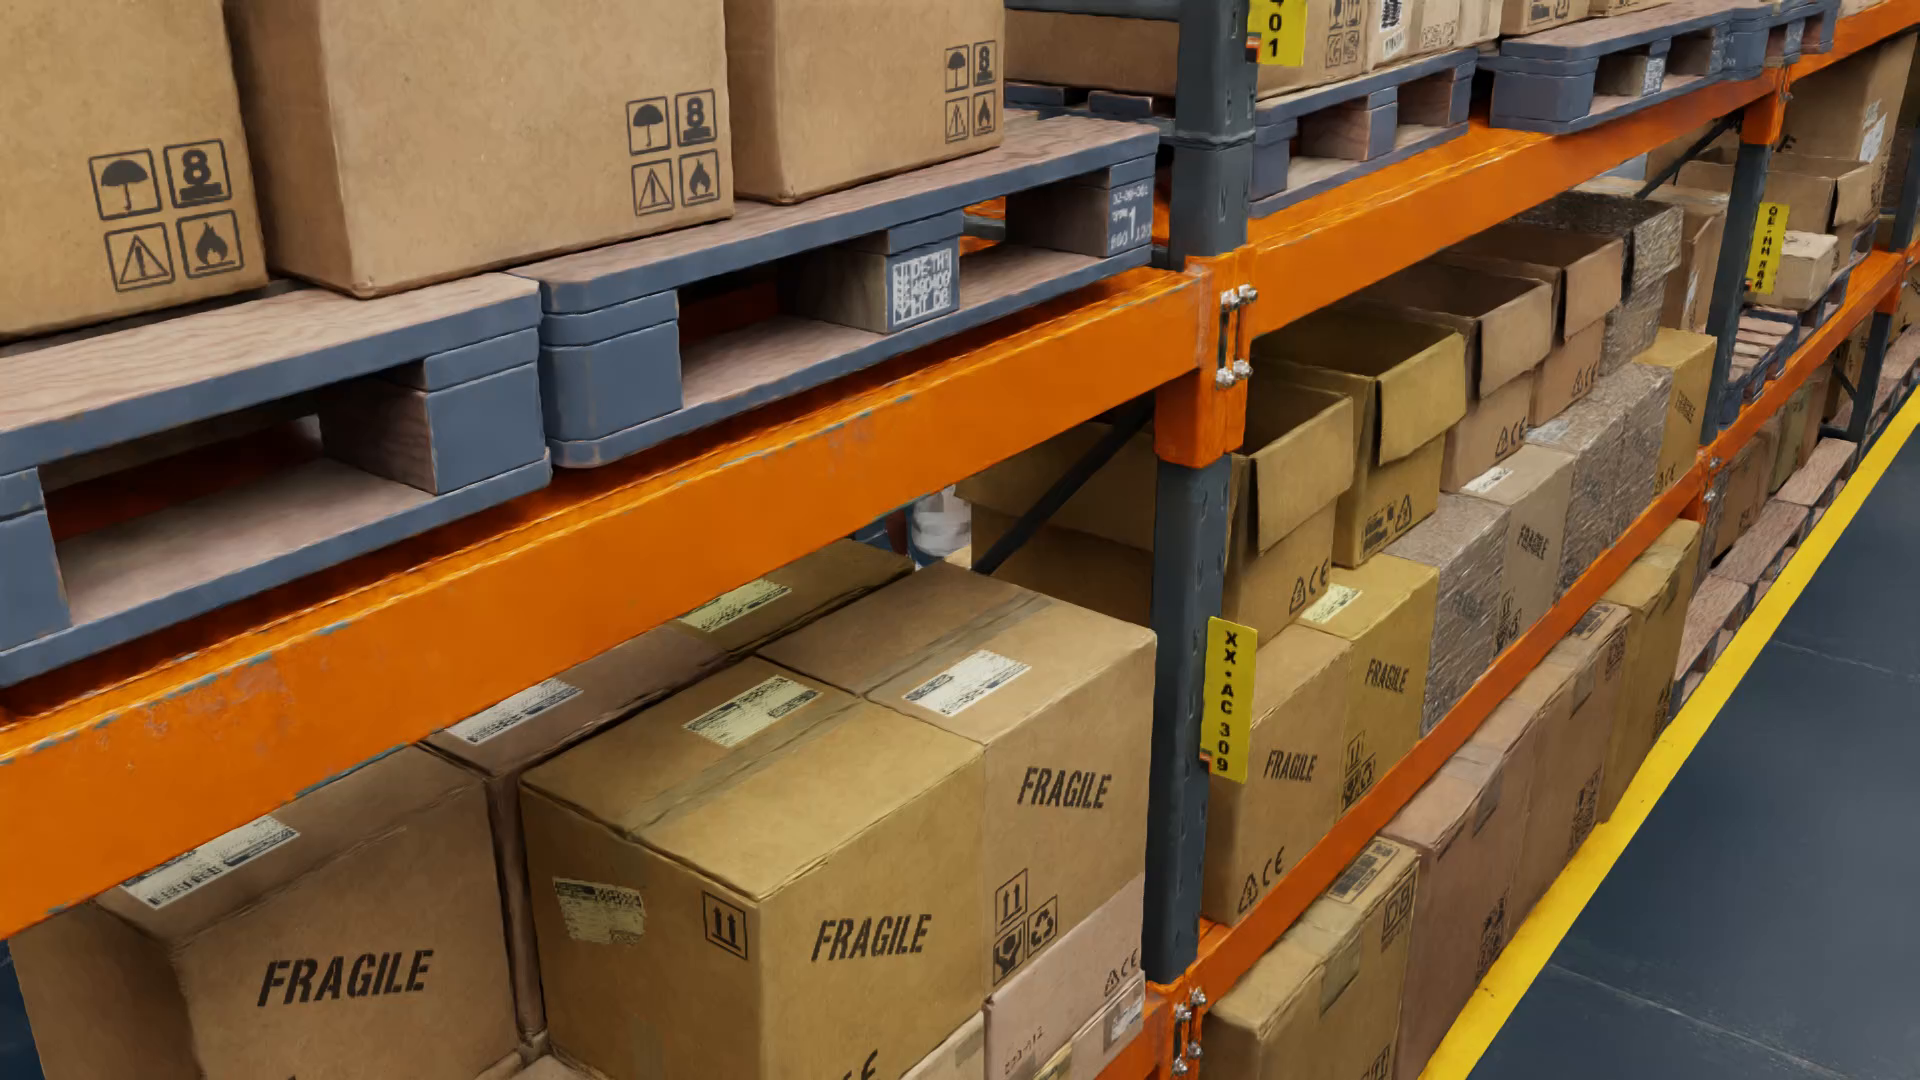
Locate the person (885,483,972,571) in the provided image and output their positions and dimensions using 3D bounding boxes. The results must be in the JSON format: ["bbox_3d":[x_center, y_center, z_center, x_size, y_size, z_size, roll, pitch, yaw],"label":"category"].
[{"bbox_3d":[0.014,-0.005,6.654,0.664,1.736,0.621,17,28,34],"label":"person"}]
